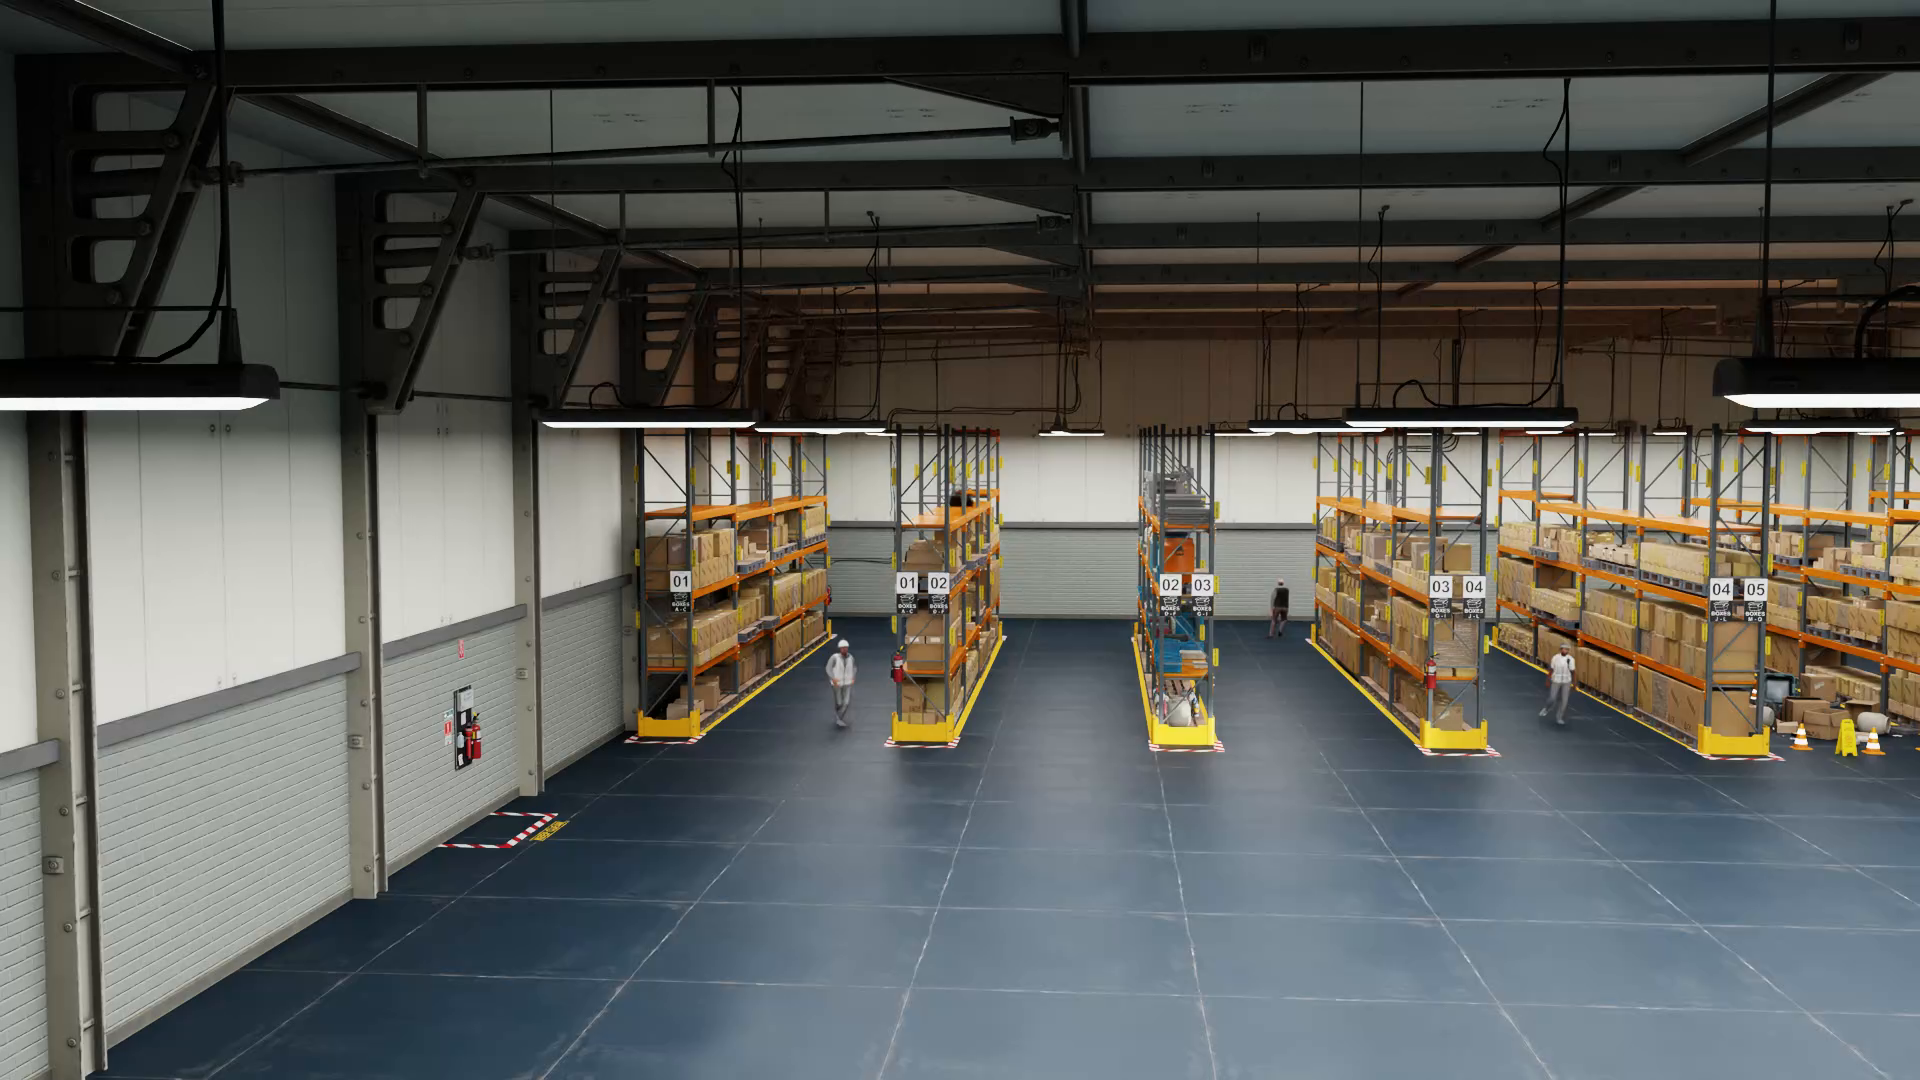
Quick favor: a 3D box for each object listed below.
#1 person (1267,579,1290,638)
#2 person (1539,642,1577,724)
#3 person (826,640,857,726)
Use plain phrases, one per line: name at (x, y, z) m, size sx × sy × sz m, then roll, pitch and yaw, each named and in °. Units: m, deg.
person at (9.126, 1.967, 47.610) m, size 0.637 × 1.708 × 0.413 m, roll 0°, pitch 3°, yaw -1°
person at (12.047, 2.858, 33.489) m, size 0.693 × 1.652 × 0.537 m, roll 1°, pitch 4°, yaw 17°
person at (-2.383, 2.847, 33.307) m, size 0.652 × 1.724 × 0.608 m, roll -1°, pitch 4°, yaw -18°
